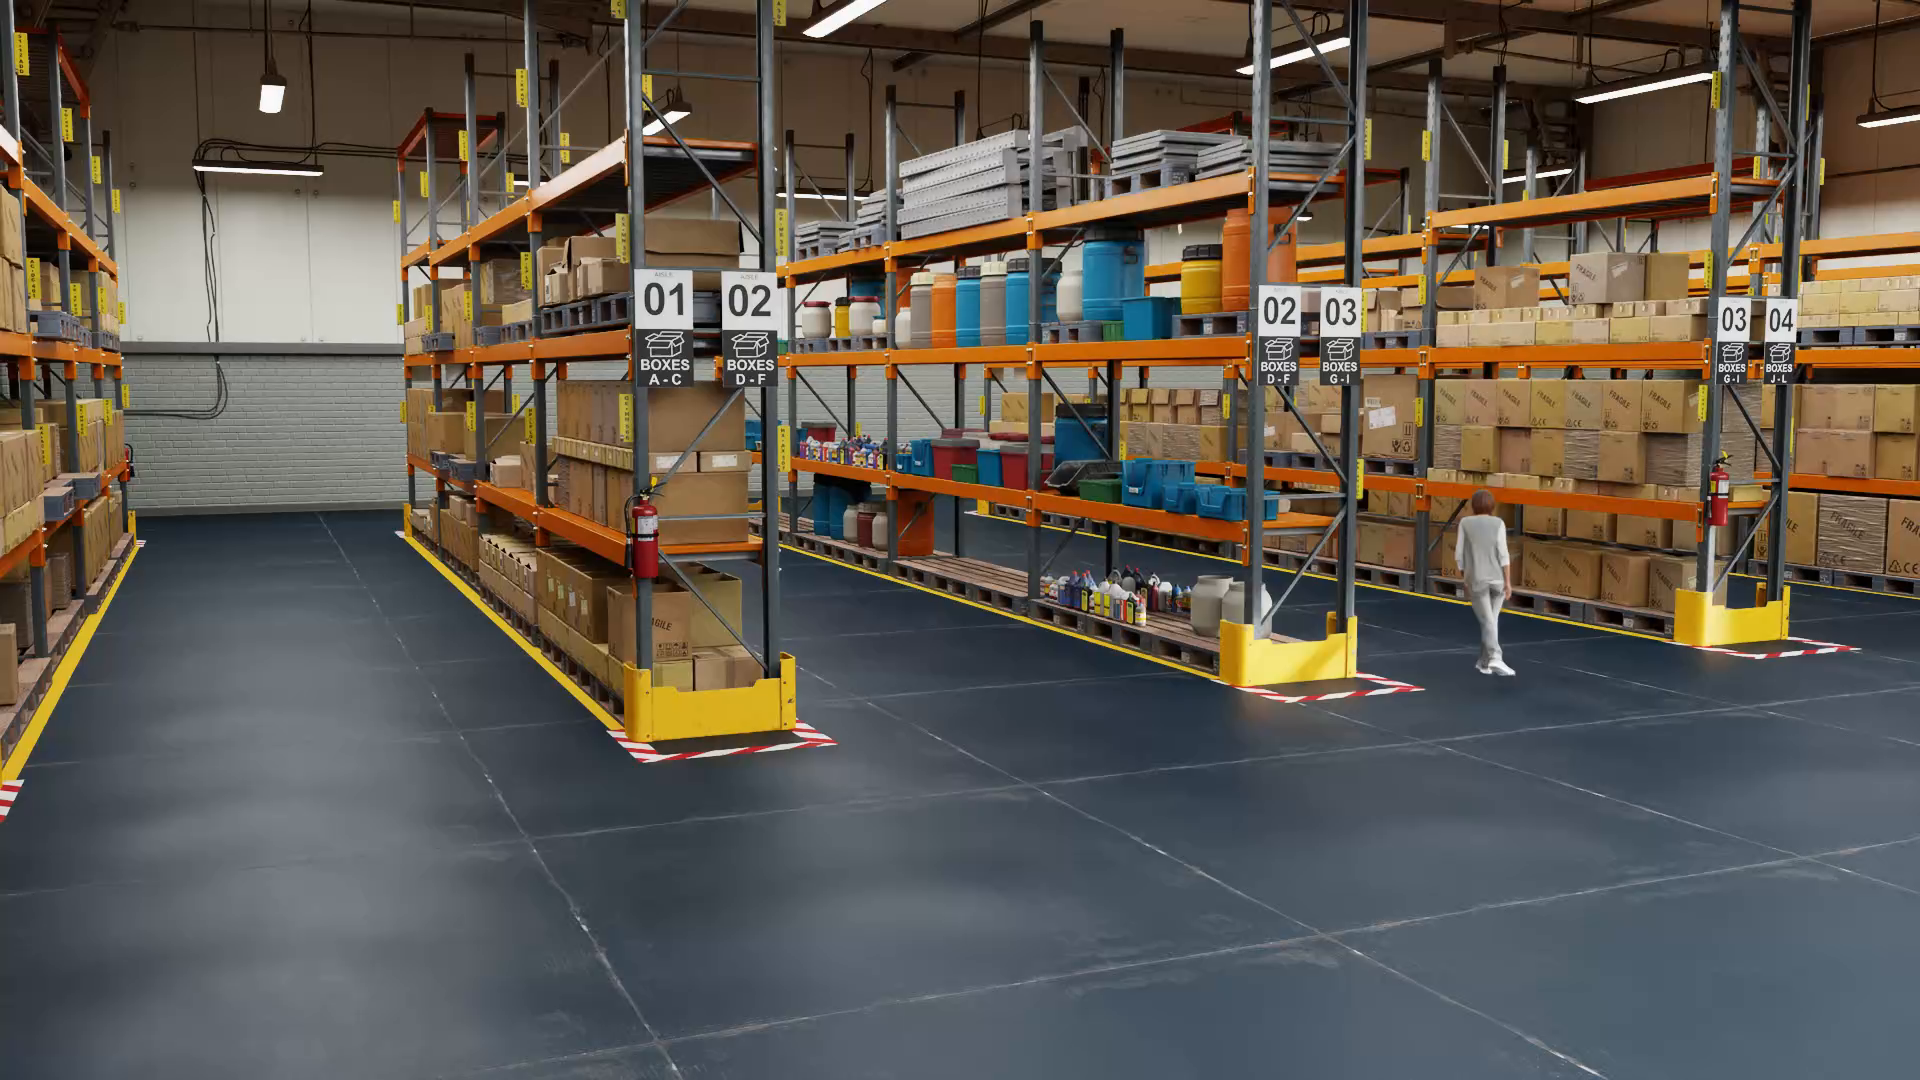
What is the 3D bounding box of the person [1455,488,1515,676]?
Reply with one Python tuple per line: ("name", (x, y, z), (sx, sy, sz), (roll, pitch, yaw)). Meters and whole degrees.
("person", (4.287, 0.357, 13.605), (0.460, 1.546, 0.840), (1, 6, 12))
